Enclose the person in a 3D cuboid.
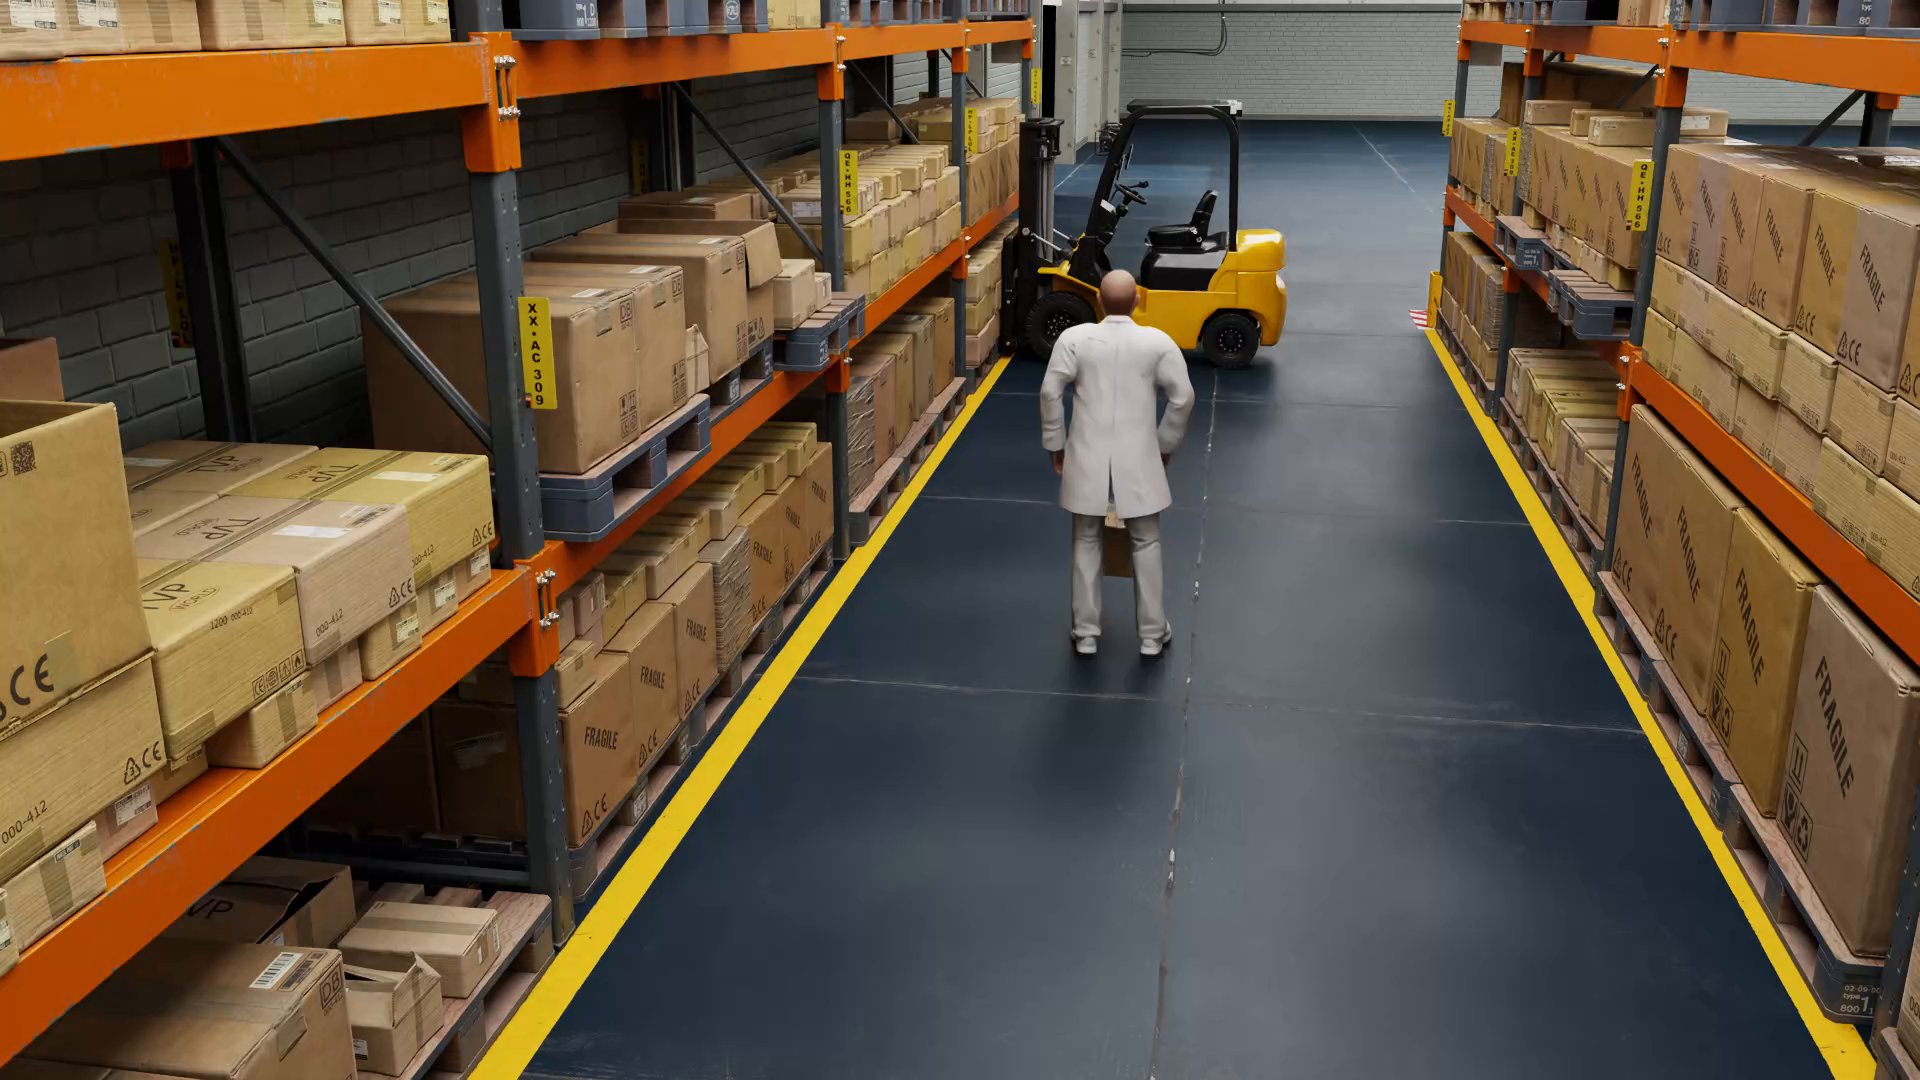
[{"bbox_3d":[0.723,-0.362,7.736,0.709,1.755,0.484,3,18,8],"label":"person"}]
